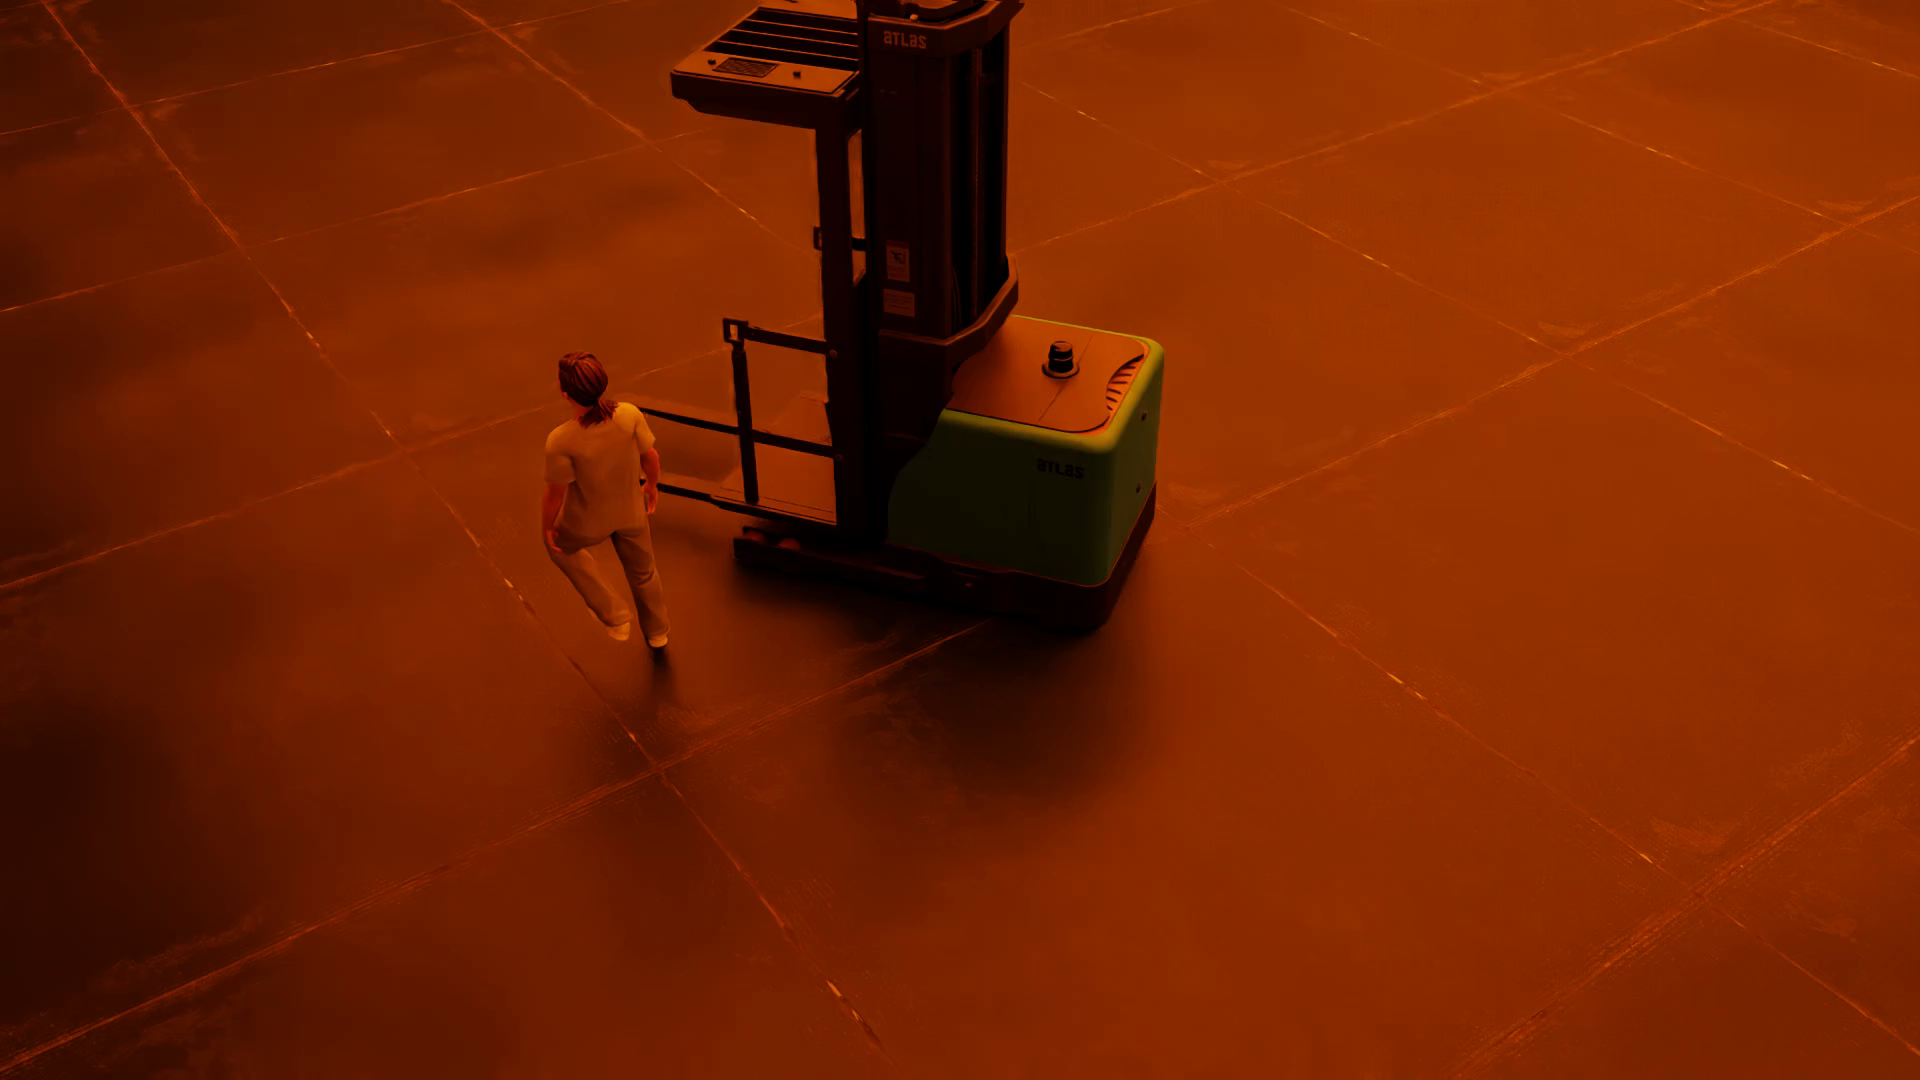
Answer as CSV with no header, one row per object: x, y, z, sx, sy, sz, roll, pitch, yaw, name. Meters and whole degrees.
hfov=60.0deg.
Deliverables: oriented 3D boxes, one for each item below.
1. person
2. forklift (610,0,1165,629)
-1.532,-0.127,7.094,0.549,1.673,0.545,-23,42,-27,person
-0.588,-1.300,7.703,3.031,2.935,1.130,12,38,16,forklift
